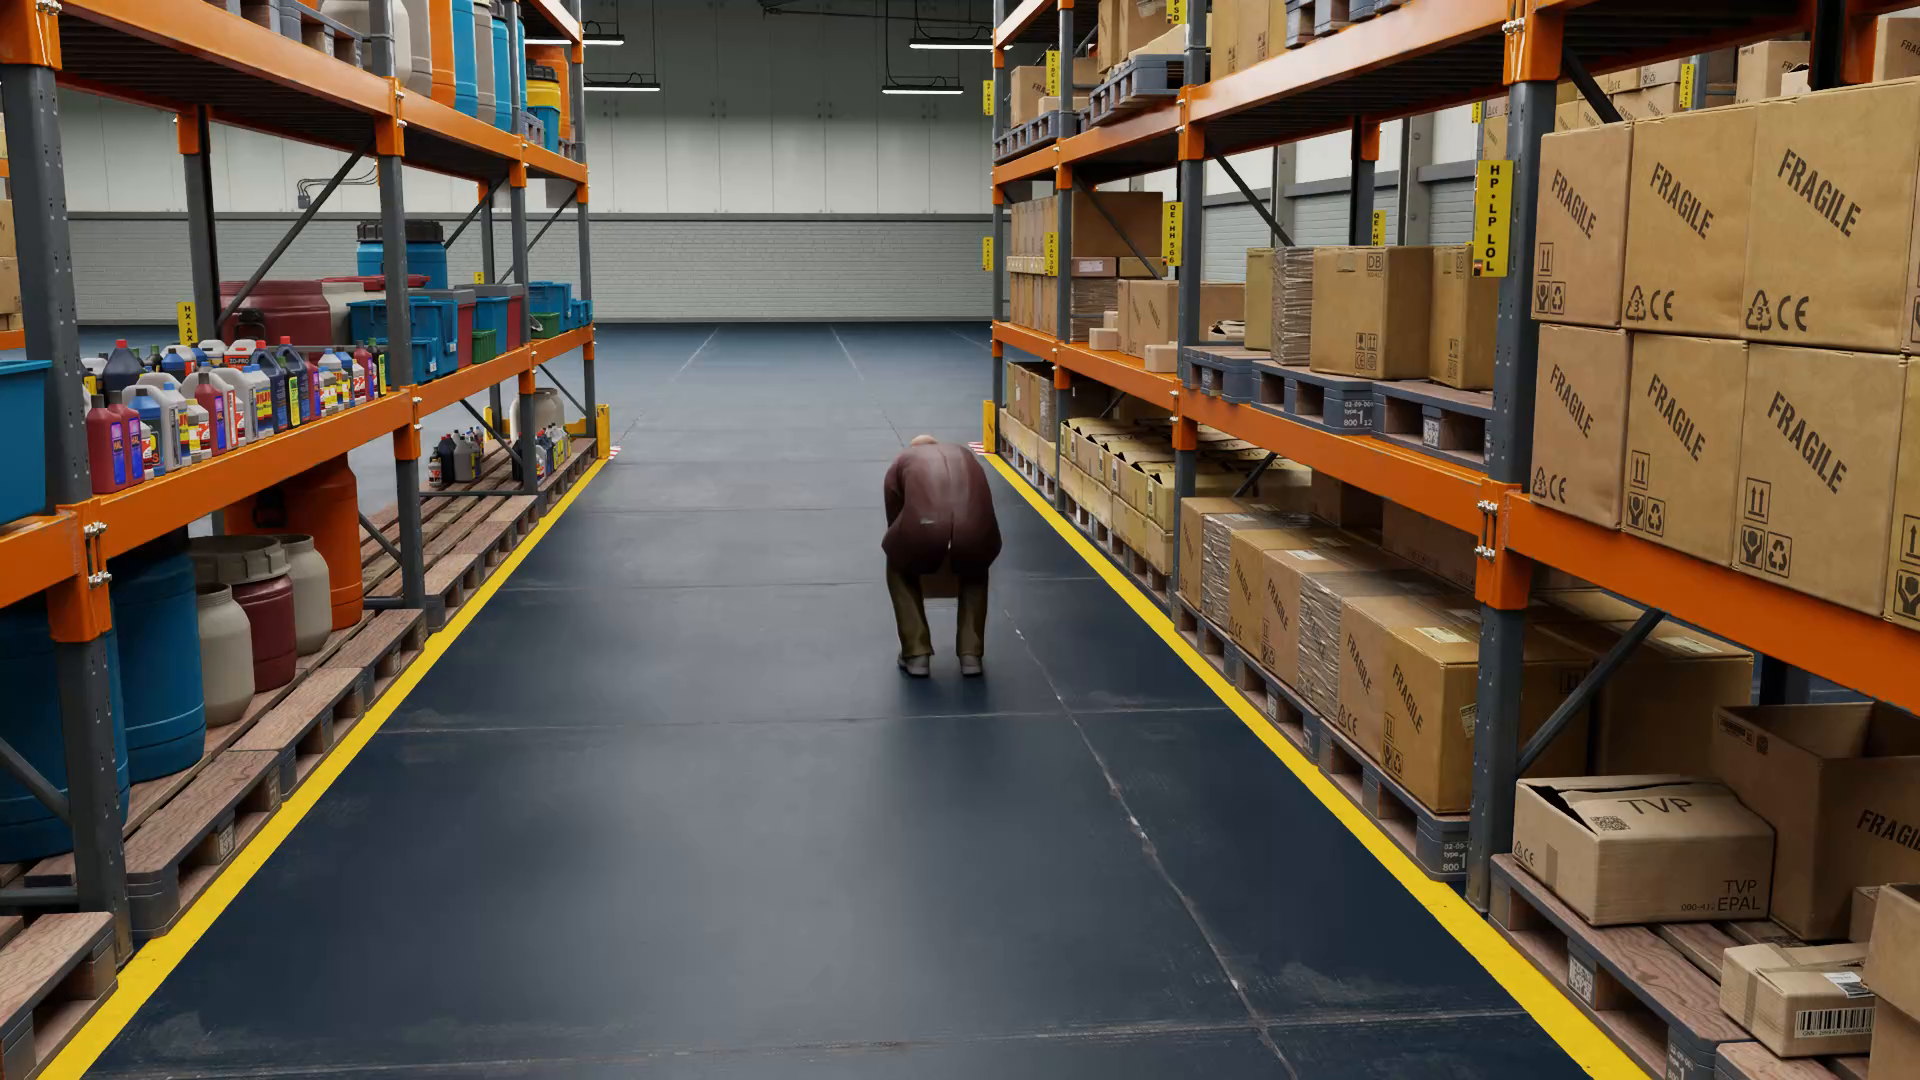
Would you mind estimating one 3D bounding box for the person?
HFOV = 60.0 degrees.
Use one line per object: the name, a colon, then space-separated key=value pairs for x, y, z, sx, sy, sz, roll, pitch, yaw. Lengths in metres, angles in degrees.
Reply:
person: x=-0.108 y=0.067 z=8.129 sx=0.590 sy=1.069 sz=0.942 roll=-2 pitch=10 yaw=-9
